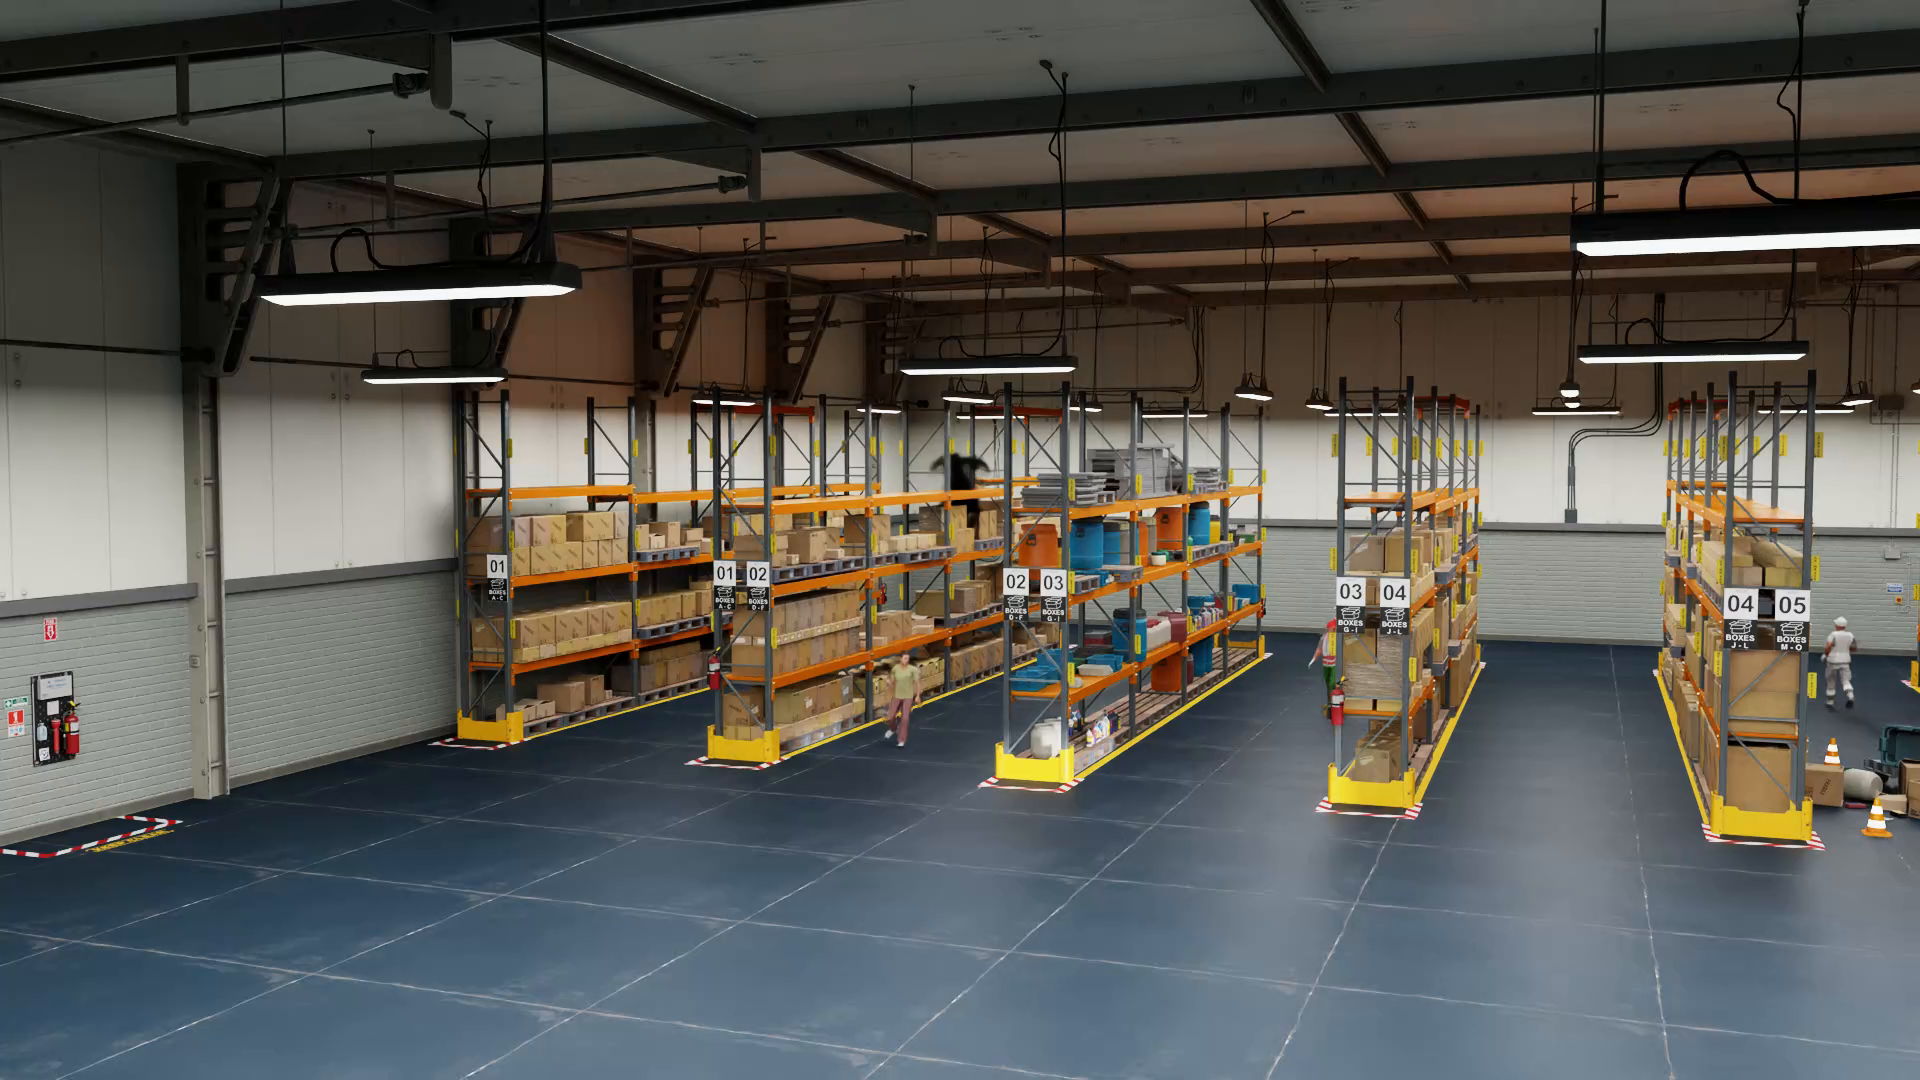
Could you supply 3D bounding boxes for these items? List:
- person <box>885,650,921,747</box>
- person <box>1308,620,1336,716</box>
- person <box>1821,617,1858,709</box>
[{"bbox_3d":[-0.960,2.638,27.920,0.657,1.641,0.543,0,3,5],"label":"person"},{"bbox_3d":[6.984,2.392,31.461,0.770,1.779,0.740,-2,4,-36],"label":"person"},{"bbox_3d":[16.740,2.345,31.649,0.655,1.765,1.000,1,3,10],"label":"person"}]
